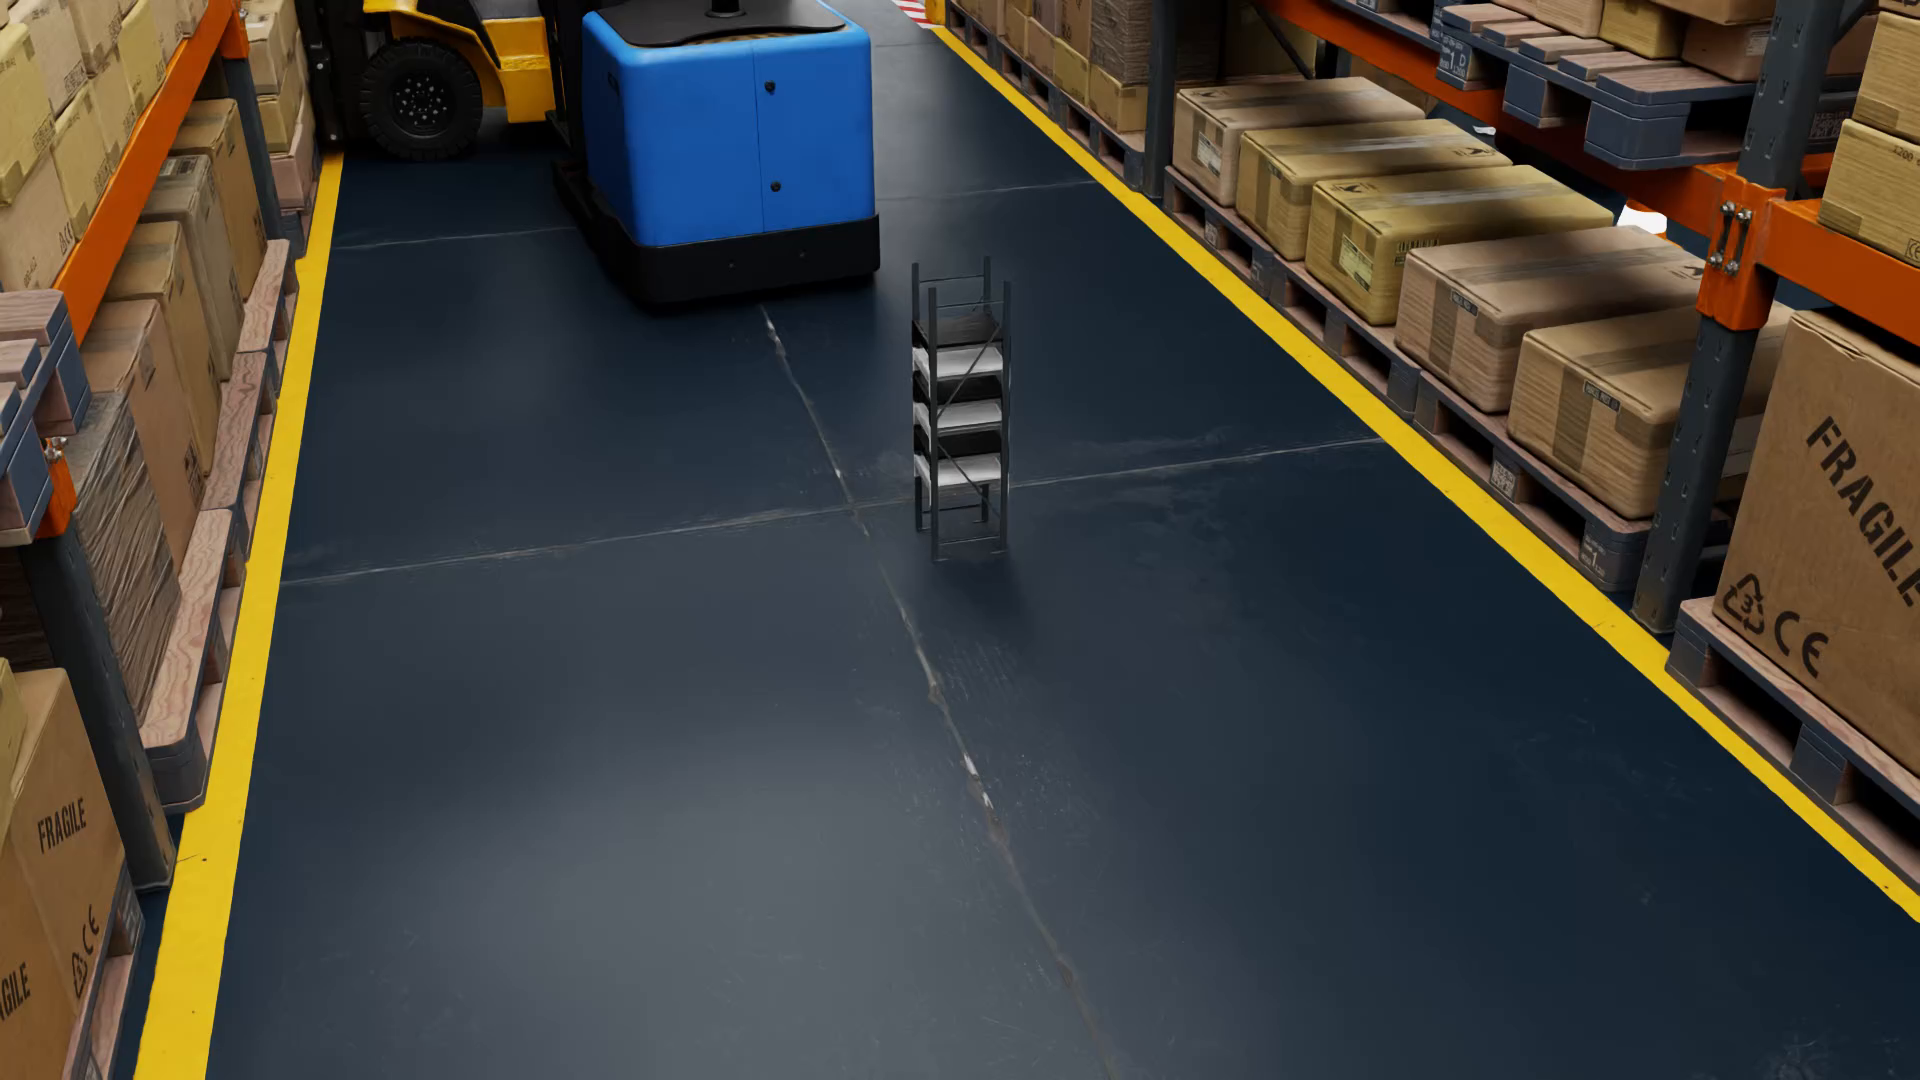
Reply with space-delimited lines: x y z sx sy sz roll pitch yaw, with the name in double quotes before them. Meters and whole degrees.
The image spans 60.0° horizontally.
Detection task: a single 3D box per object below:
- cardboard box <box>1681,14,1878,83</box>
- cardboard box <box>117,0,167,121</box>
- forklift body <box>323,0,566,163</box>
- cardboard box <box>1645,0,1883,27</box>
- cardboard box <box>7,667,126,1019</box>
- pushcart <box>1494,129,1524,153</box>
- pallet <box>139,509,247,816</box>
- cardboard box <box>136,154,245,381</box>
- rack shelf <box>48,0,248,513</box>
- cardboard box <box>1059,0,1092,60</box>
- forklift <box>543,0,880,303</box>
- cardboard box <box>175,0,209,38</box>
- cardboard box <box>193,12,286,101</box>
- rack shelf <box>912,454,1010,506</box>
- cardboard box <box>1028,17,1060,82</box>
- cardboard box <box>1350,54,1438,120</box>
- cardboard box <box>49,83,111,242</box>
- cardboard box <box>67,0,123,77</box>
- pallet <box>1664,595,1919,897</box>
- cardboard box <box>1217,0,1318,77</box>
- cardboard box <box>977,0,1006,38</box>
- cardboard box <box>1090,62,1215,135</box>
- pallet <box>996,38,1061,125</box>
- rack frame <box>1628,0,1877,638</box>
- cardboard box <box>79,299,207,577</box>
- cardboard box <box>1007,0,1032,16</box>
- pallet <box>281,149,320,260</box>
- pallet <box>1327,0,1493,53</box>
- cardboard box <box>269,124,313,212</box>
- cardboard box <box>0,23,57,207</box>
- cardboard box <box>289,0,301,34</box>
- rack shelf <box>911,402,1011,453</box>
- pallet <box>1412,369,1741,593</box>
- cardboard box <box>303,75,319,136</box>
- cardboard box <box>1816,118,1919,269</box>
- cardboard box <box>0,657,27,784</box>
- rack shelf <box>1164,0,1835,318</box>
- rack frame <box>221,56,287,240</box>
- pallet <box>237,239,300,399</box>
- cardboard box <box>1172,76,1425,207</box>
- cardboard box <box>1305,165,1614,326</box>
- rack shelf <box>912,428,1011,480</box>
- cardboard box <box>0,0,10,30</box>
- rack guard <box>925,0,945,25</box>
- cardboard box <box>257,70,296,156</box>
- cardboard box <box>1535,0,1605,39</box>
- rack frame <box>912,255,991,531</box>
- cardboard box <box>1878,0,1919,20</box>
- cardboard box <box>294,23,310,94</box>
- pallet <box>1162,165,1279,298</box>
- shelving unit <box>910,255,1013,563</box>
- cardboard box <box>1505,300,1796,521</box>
"cardboard box" 2.143 -1.315 4.359 0.380 0.149 0.250 -7 31 -11
"cardboard box" -2.618 -1.377 4.785 0.500 0.250 0.500 -7 31 -12
"forklift body" -2.189 -3.276 8.764 2.313 2.155 1.214 -8 31 -13
"cardboard box" 2.068 -1.651 4.293 0.500 0.500 0.500 -9 31 -15
"cardboard box" -2.008 0.623 3.256 0.500 0.500 0.500 -7 31 -12
"pushcart" 3.580 -2.239 8.742 1.648 0.377 0.936 -20 35 -30
"pallet" -2.508 0.351 4.433 1.003 0.211 1.213 -8 31 -13
"cardboard box" -3.041 -0.913 5.784 0.875 0.625 0.625 -8 31 -14
"rack shelf" -2.858 -1.108 4.888 1.077 0.370 4.000 -8 31 -13
"cardboard box" 0.843 -2.859 8.772 0.500 0.500 0.500 -7 31 -12
"forklift" -1.365 -2.954 7.427 1.130 2.935 3.031 -11 32 -19
"cardboard box" -2.864 -1.870 5.635 0.500 0.250 0.500 -8 31 -14
"cardboard box" -3.215 -2.085 7.185 0.500 0.250 0.500 -8 31 -14
"rack shelf" 0.002 -0.201 5.125 0.258 0.077 0.200 -8 31 -13
"cardboard box" 0.698 -2.790 9.402 0.500 0.250 0.500 -7 31 -13
"cardboard box" 2.423 -2.665 9.352 0.500 0.500 0.500 13 32 21
"cardboard box" -2.338 -0.879 3.923 0.500 0.250 0.500 -9 31 -14
"cardboard box" -2.463 -1.349 4.236 0.500 0.250 0.500 -9 31 -15
"pallet" 2.594 0.483 4.205 1.003 0.211 1.213 -8 31 -13
"cardboard box" 1.499 -2.684 8.470 0.500 0.500 0.500 -6 31 -11
"cardboard box" 0.409 -3.297 10.277 0.500 0.250 0.500 -7 31 -11
"cardboard box" 0.979 -2.288 8.535 0.500 0.250 0.500 -6 31 -11
"pallet" 0.856 -2.750 9.790 1.003 0.211 1.213 -8 31 -13
"rack frame" 2.457 -1.115 4.182 1.000 3.000 0.127 -8 31 -13
"cardboard box" -2.661 -0.225 4.595 0.875 0.625 0.625 -7 31 -12
"cardboard box" 0.556 -3.362 9.641 0.500 0.500 0.500 -7 31 -12
"pallet" -3.560 -1.568 7.748 1.003 0.211 1.213 -8 31 -13
"pallet" 1.892 -1.983 5.872 1.003 0.211 1.213 -8 31 -13
"cardboard box" -3.198 -1.654 7.440 0.500 0.250 0.500 -8 31 -13
"cardboard box" -2.186 -0.855 3.383 0.500 0.250 0.500 -8 31 -13
"cardboard box" -3.484 -2.572 8.027 0.500 0.250 0.500 -7 31 -12
"rack shelf" 0.002 -0.357 5.034 0.258 0.077 0.200 -8 31 -13
"pallet" 2.251 -0.286 5.533 1.003 0.211 1.213 -8 31 -13
"cardboard box" -3.500 -2.144 8.285 0.500 0.250 0.500 -7 31 -12
"cardboard box" 2.344 -0.780 3.753 0.500 0.250 0.500 -8 31 -14
"cardboard box" -1.952 0.371 3.043 0.380 0.149 0.250 -9 31 -16
"rack shelf" 1.926 -1.770 6.031 1.077 0.370 4.000 -8 31 -13
"rack frame" -3.389 -2.385 6.376 1.000 3.000 0.127 -8 31 -13
"pallet" -3.156 -0.828 6.469 1.003 0.211 1.213 -8 31 -13
"cardboard box" 1.537 -1.838 7.636 0.950 0.372 0.625 -7 31 -13
"cardboard box" 1.917 -1.156 6.457 0.950 0.372 0.625 -7 31 -12
"rack shelf" 0.002 -0.279 5.080 0.258 0.077 0.200 -8 31 -13
"cardboard box" -2.200 -1.099 3.407 0.380 0.149 0.250 -7 31 -12
"rack guard" 0.354 -3.860 11.420 1.175 0.500 0.348 -8 31 -13
"cardboard box" -3.220 -1.868 7.309 0.500 0.250 0.500 -8 31 -14
"cardboard box" 1.892 -1.551 4.766 0.380 0.149 0.250 -8 31 -14
"rack frame" -0.025 -0.435 5.103 0.240 0.900 0.006 -8 31 -13
"cardboard box" 2.352 -1.320 3.439 0.500 0.500 0.500 -9 31 -15
"cardboard box" -3.478 -2.355 8.151 0.500 0.250 0.500 -8 31 -14
"pallet" 1.603 -1.464 7.569 1.003 0.211 1.213 -8 31 -13
"shelving unit" 0.002 -0.386 5.018 0.258 0.900 0.210 -8 31 -13
"cardboard box" 2.317 -0.434 5.209 0.950 0.372 0.625 -10 32 -17
